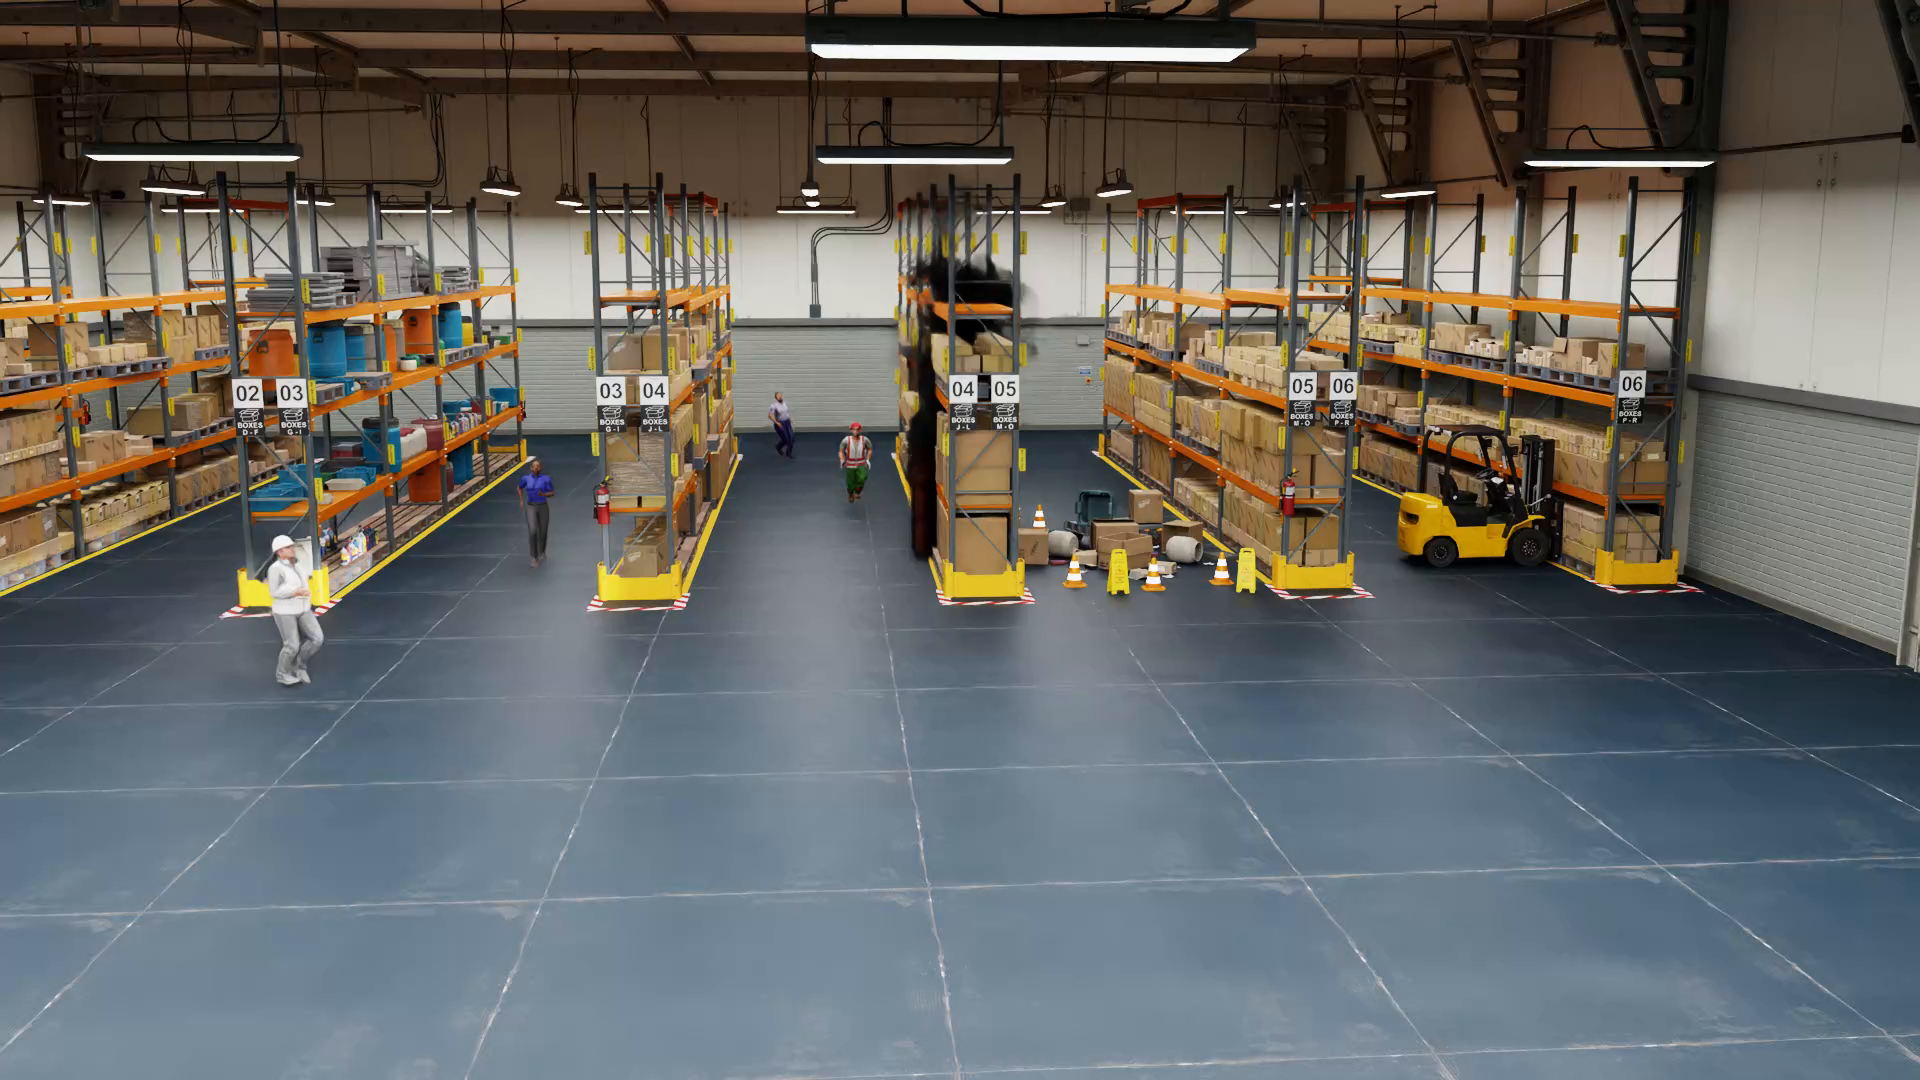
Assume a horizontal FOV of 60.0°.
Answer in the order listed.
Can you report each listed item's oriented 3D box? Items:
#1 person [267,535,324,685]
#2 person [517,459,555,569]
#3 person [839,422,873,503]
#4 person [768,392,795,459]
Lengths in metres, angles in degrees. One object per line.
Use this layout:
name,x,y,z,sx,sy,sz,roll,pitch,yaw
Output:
person,-7.591,0.819,19.029,0.647,1.767,0.642,4,11,20
person,-6.711,-0.434,26.399,0.547,1.718,0.761,-4,11,-20
person,-1.970,-1.457,31.589,0.646,1.601,0.849,-1,10,-6
person,-4.249,-2.731,39.664,0.533,1.606,0.647,9,13,41
